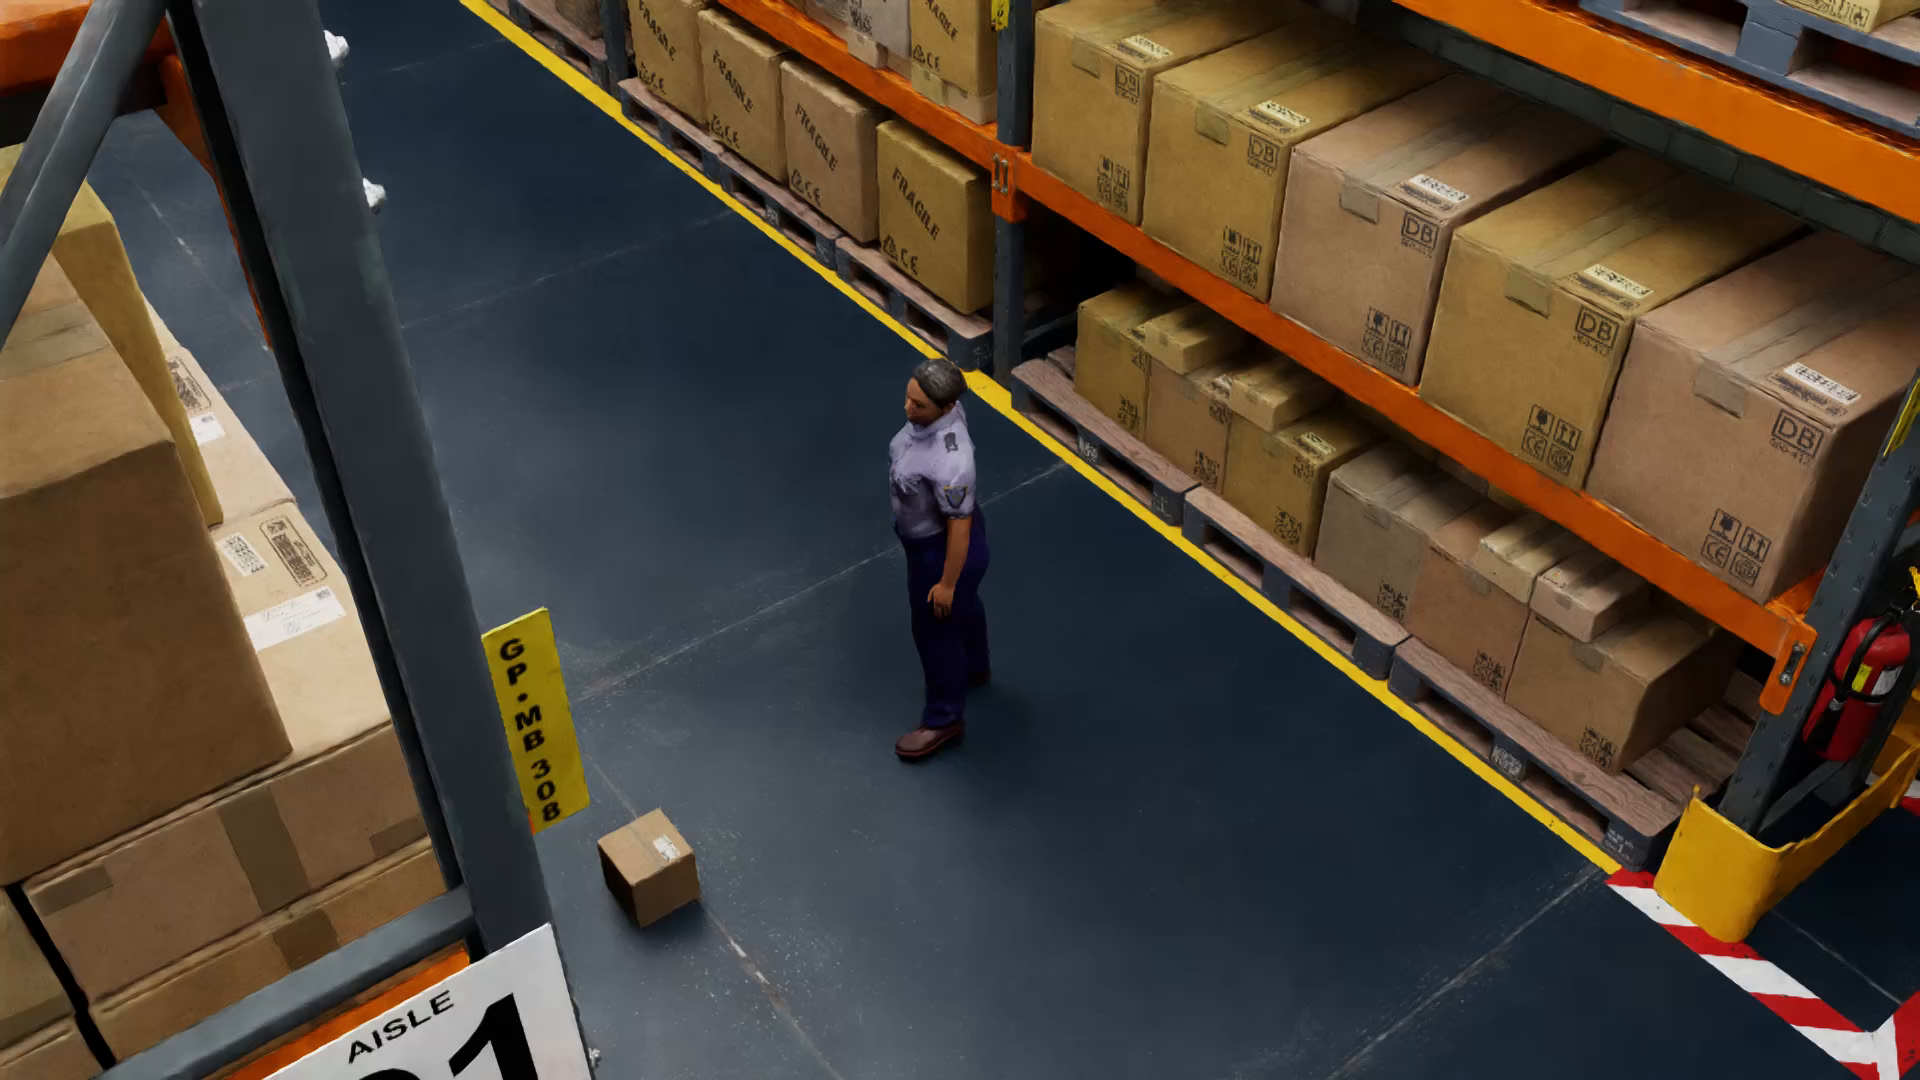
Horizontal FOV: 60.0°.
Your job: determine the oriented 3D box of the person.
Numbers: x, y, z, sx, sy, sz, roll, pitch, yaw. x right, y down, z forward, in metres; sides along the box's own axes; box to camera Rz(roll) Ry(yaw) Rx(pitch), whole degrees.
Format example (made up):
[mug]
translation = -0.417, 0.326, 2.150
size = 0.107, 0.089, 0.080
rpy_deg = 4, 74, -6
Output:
[person]
translation = -0.069, 0.018, 6.122
size = 0.404, 1.655, 0.624
rpy_deg = -3, 41, -3
